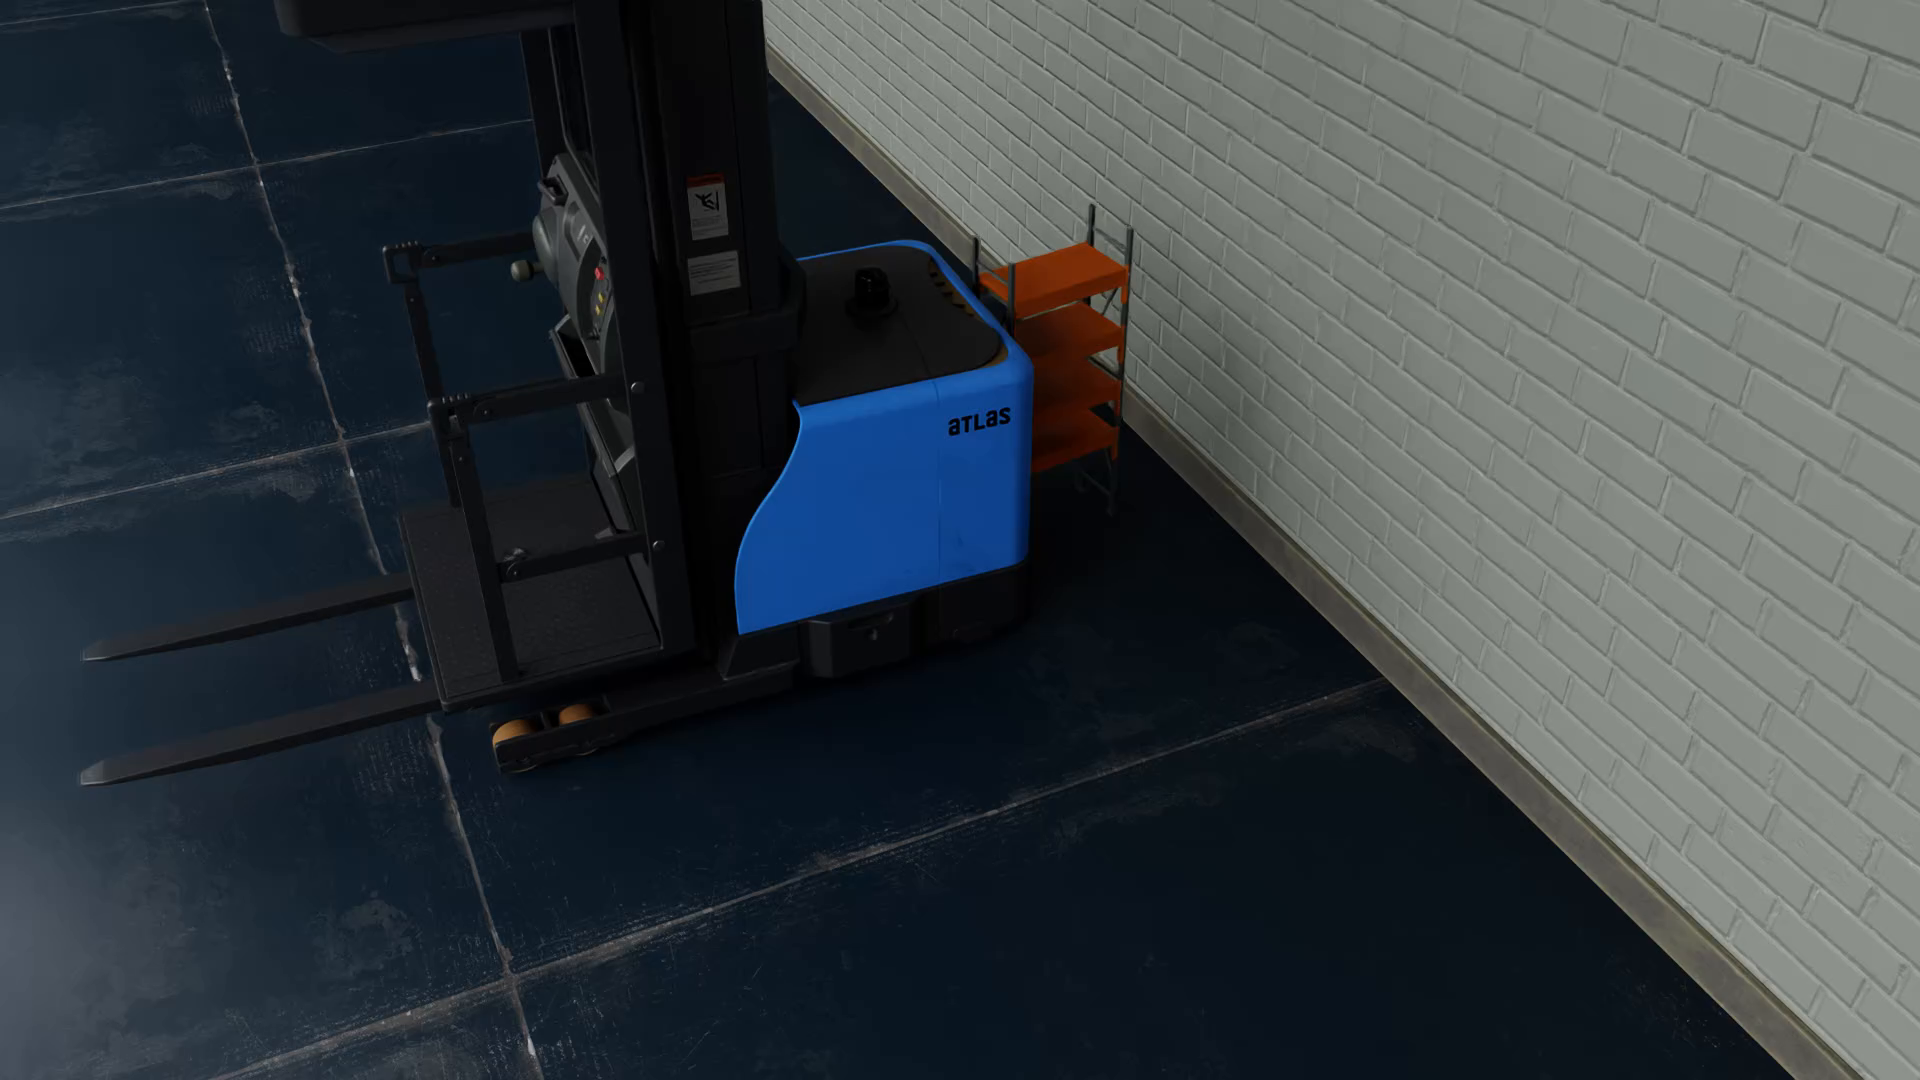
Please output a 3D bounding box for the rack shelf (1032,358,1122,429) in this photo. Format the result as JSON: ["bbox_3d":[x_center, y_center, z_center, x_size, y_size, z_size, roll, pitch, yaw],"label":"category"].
[{"bbox_3d":[0.317,-0.502,6.033,0.480,0.148,0.258,-21,41,-26],"label":"rack shelf"}]

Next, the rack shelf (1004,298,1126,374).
[{"bbox_3d":[0.317,-0.682,5.900,0.480,0.148,0.258,-21,41,-26],"label":"rack shelf"}]

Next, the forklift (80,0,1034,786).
[{"bbox_3d":[-1.319,-0.802,4.871,3.031,2.935,1.130,-14,39,-18],"label":"forklift"}]

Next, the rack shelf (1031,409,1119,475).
[{"bbox_3d":[0.317,-0.343,6.151,0.480,0.148,0.258,-21,41,-26],"label":"rack shelf"}]

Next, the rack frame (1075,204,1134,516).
[{"bbox_3d":[0.522,-0.635,6.099,0.015,1.200,0.240,-21,41,-26],"label":"rack frame"}]

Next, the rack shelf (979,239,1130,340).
[{"bbox_3d":[0.317,-0.872,5.759,0.480,0.148,0.258,-21,41,-26],"label":"rack shelf"}]

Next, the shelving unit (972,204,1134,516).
[{"bbox_3d":[0.317,-0.556,5.993,0.503,1.200,0.258,-21,41,-26],"label":"shelving unit"}]

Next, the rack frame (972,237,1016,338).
[{"bbox_3d":[0.112,-0.478,5.887,0.015,1.200,0.240,-21,41,-26],"label":"rack frame"}]
